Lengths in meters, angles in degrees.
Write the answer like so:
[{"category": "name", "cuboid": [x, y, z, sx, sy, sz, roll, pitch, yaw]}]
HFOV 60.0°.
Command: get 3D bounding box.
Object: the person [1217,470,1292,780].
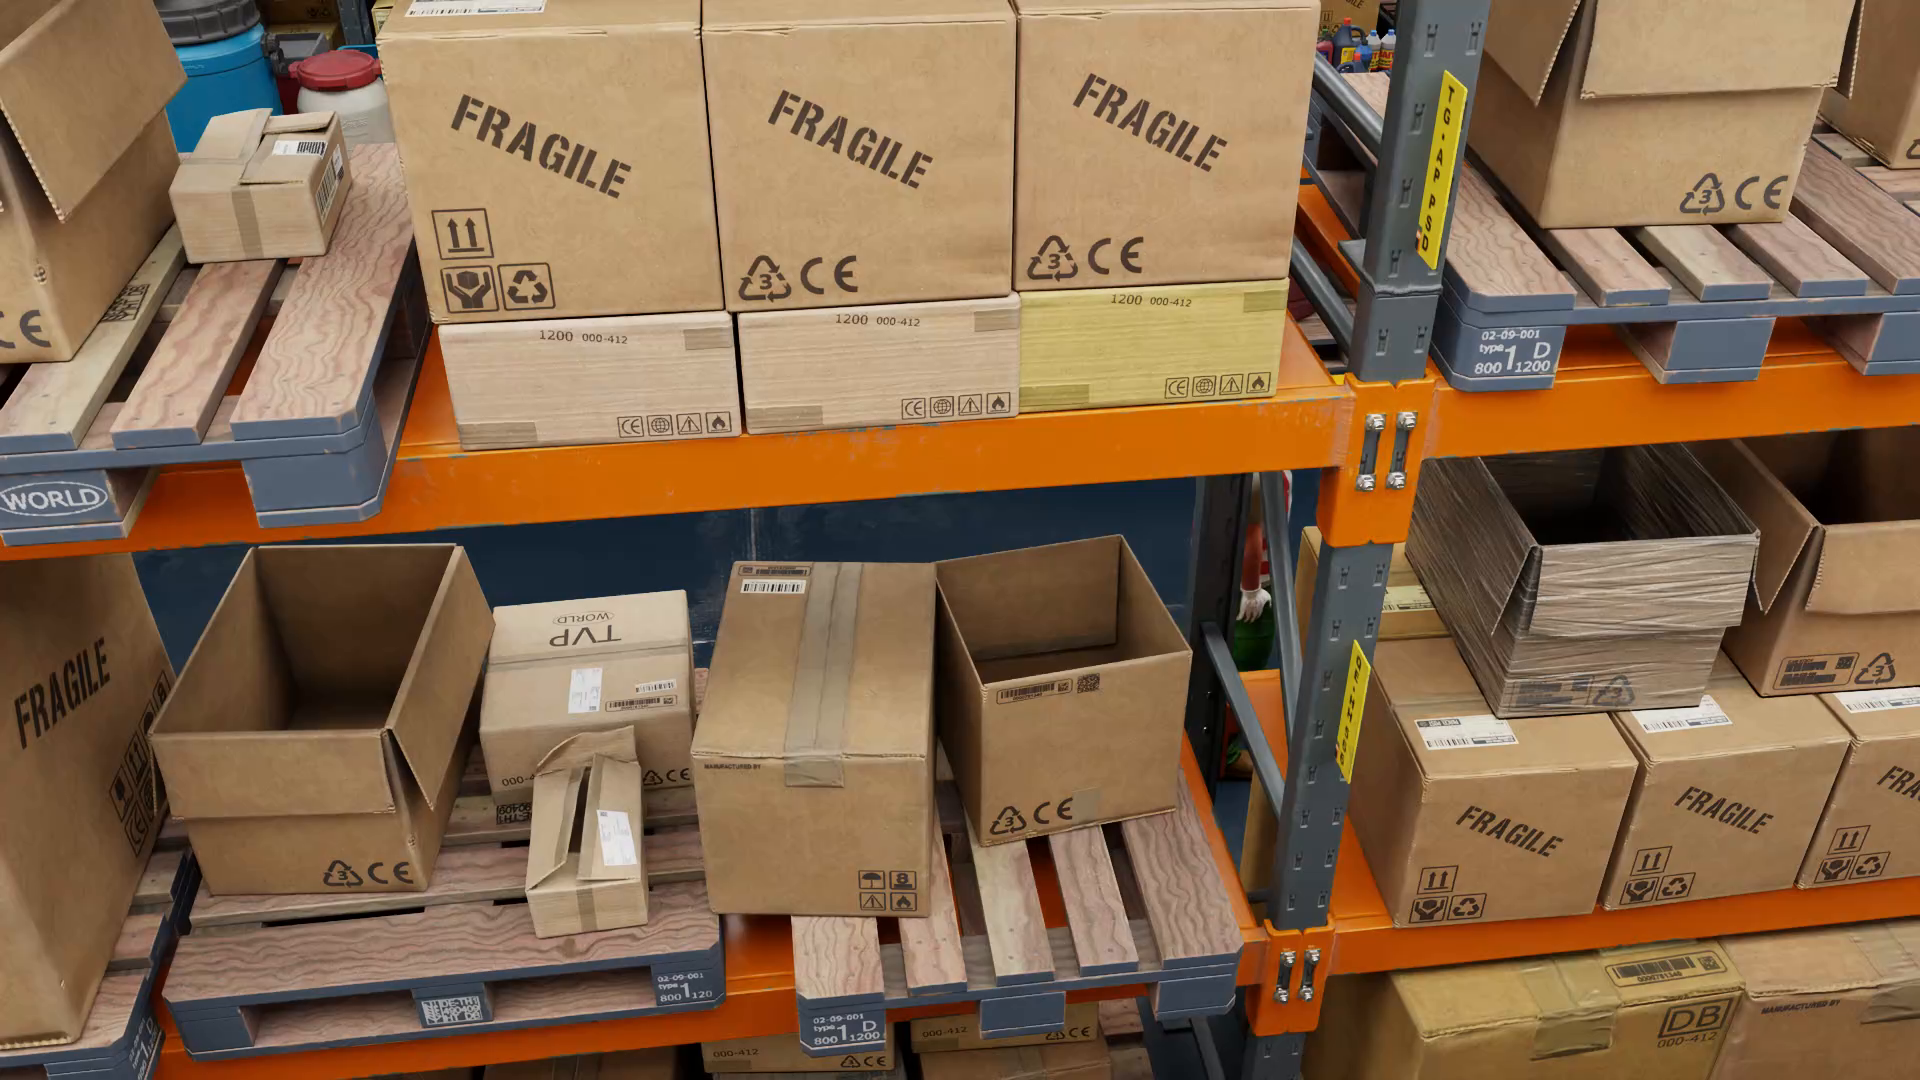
[{"category": "person", "cuboid": [1.014, 0.075, 6.018, 0.356, 1.790, 0.522, -4, 35, -5]}]
